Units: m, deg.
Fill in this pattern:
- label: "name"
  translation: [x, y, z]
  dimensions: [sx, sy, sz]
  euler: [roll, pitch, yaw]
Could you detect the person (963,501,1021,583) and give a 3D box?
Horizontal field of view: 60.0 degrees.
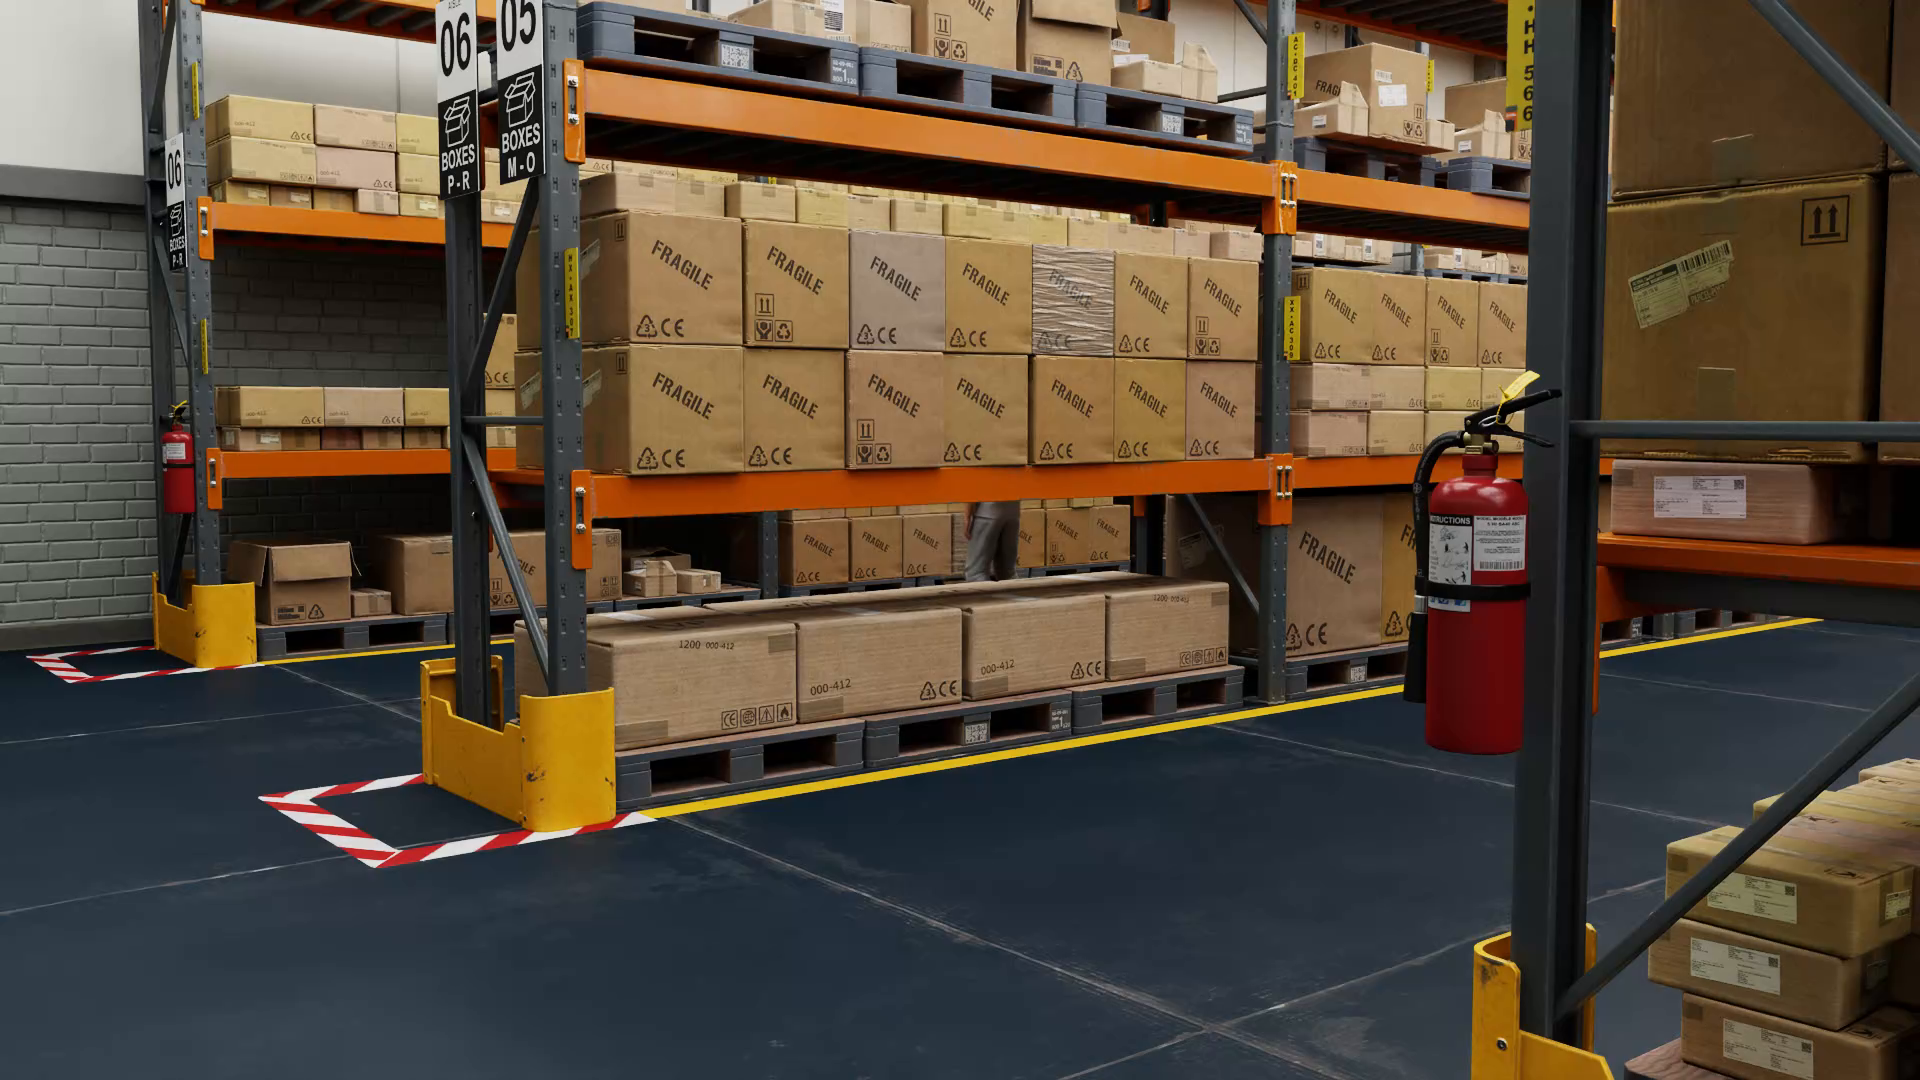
- label: "person"
  translation: [0.212, -0.135, 10.992]
  dimensions: [0.503, 1.671, 0.368]
  euler: [-4, 6, -42]
